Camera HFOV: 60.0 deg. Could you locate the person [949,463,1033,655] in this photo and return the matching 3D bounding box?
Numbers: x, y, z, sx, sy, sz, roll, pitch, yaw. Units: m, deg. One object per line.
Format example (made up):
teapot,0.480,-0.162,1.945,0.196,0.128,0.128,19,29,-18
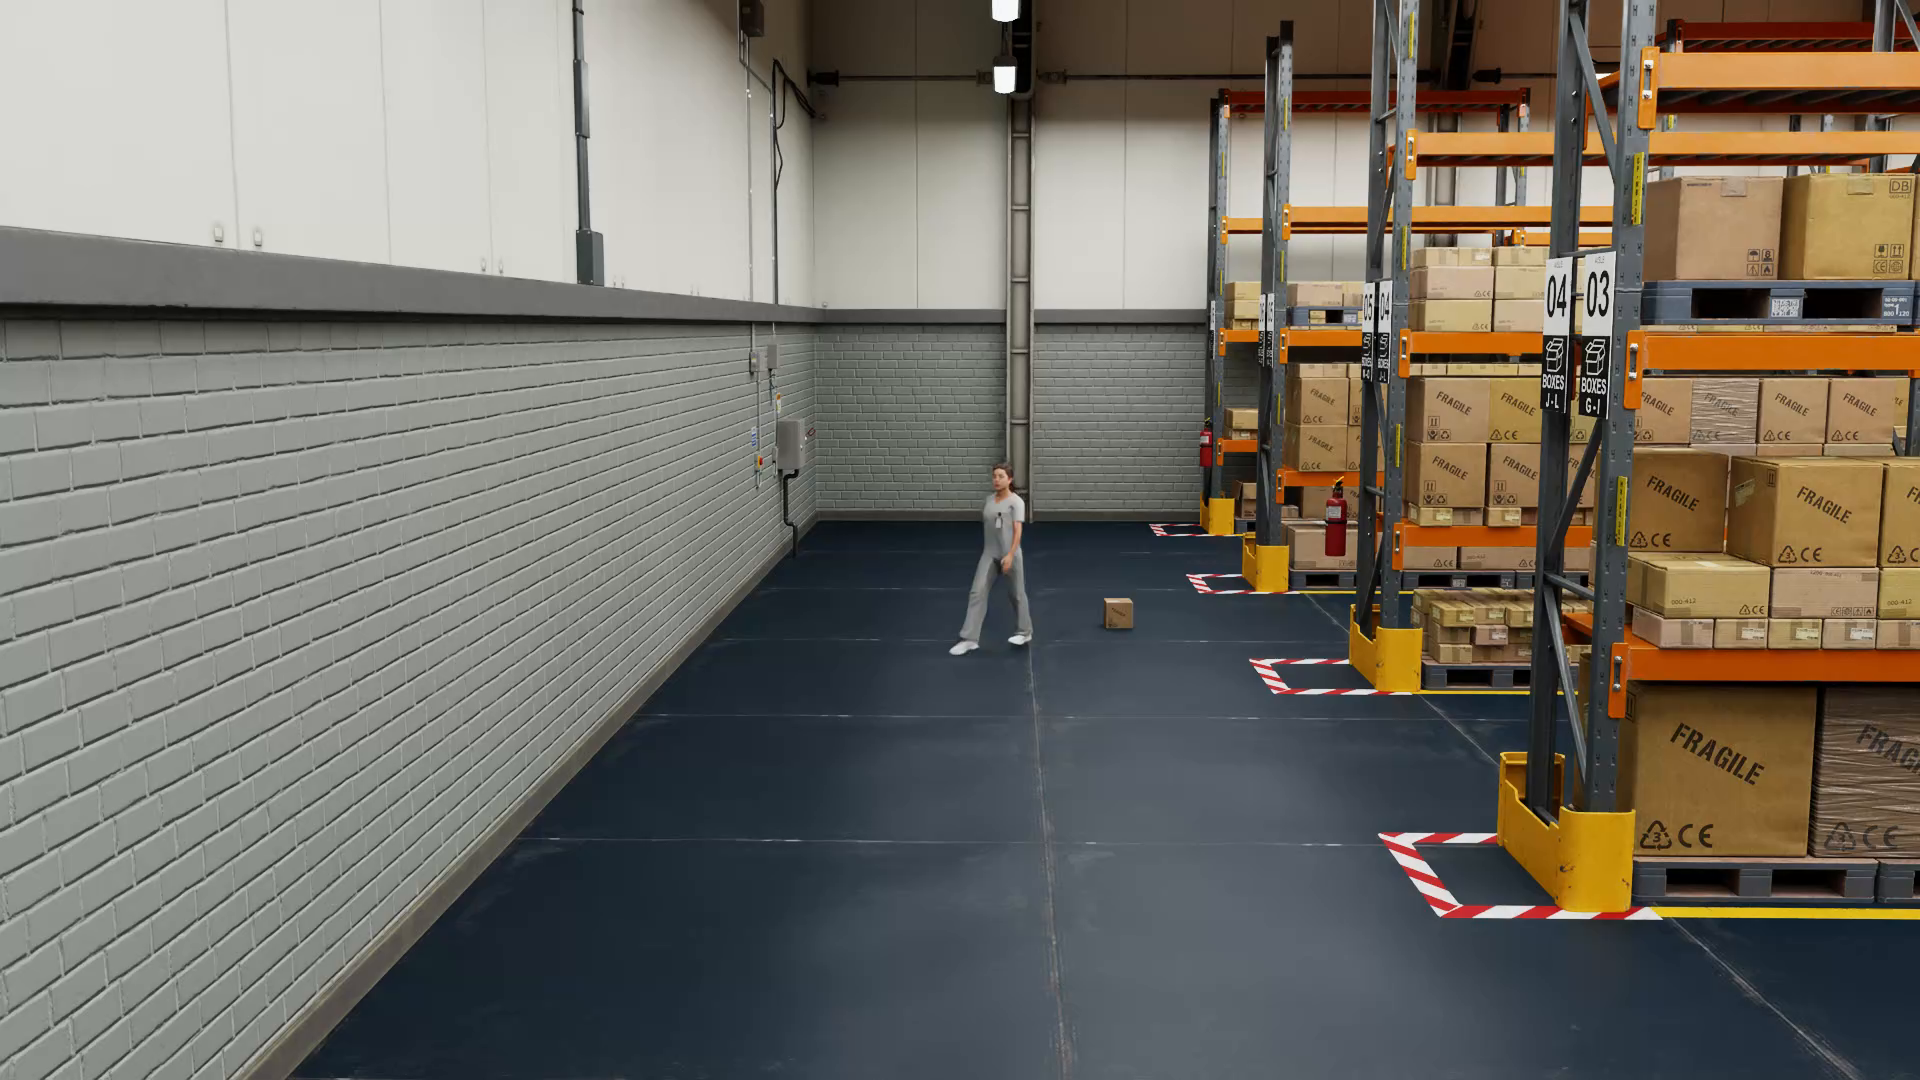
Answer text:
person,0.316,0.149,14.526,0.480,1.625,0.945,5,9,33
